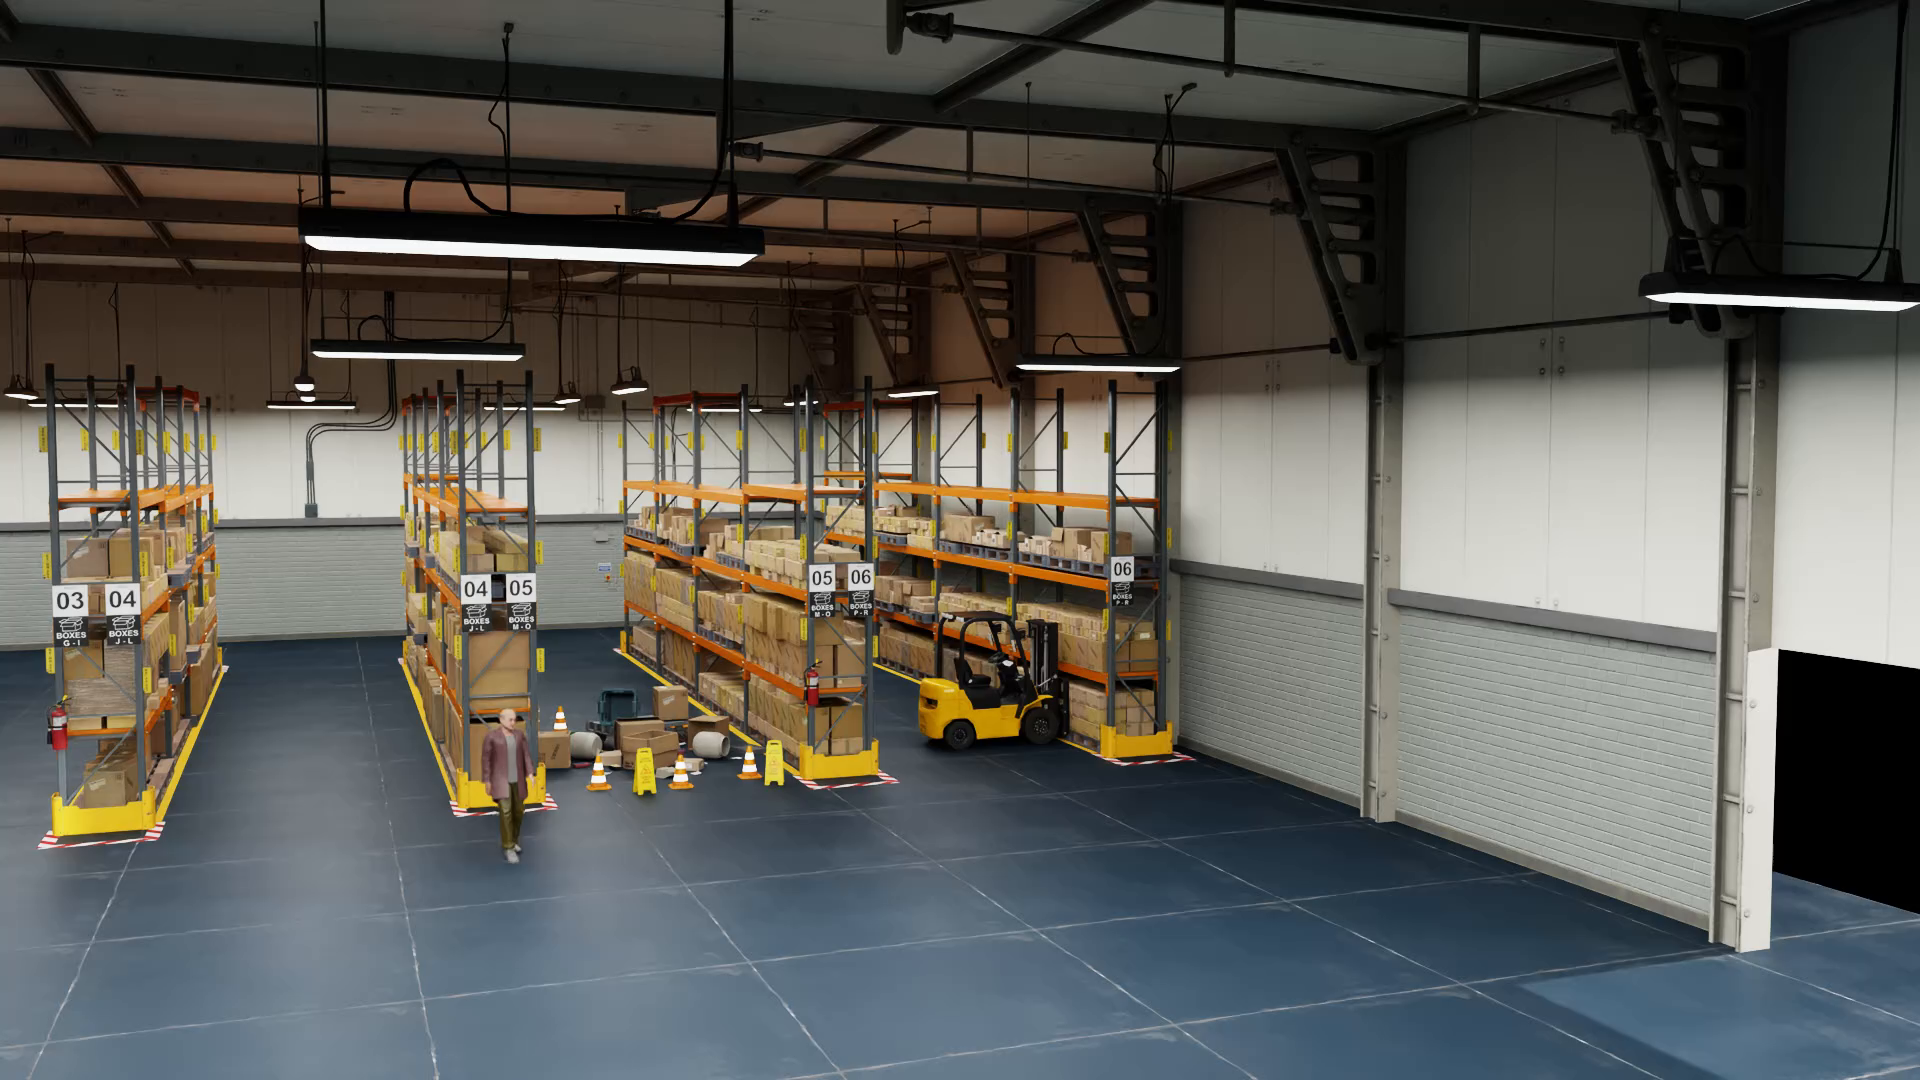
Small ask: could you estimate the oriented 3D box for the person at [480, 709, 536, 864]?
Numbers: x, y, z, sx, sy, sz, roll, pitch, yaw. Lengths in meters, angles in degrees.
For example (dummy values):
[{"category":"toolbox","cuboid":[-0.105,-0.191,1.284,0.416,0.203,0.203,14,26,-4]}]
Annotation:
[{"category":"person","cuboid":[-5.411,2.960,20.147,0.595,1.793,0.775,-3,4,-42]}]
